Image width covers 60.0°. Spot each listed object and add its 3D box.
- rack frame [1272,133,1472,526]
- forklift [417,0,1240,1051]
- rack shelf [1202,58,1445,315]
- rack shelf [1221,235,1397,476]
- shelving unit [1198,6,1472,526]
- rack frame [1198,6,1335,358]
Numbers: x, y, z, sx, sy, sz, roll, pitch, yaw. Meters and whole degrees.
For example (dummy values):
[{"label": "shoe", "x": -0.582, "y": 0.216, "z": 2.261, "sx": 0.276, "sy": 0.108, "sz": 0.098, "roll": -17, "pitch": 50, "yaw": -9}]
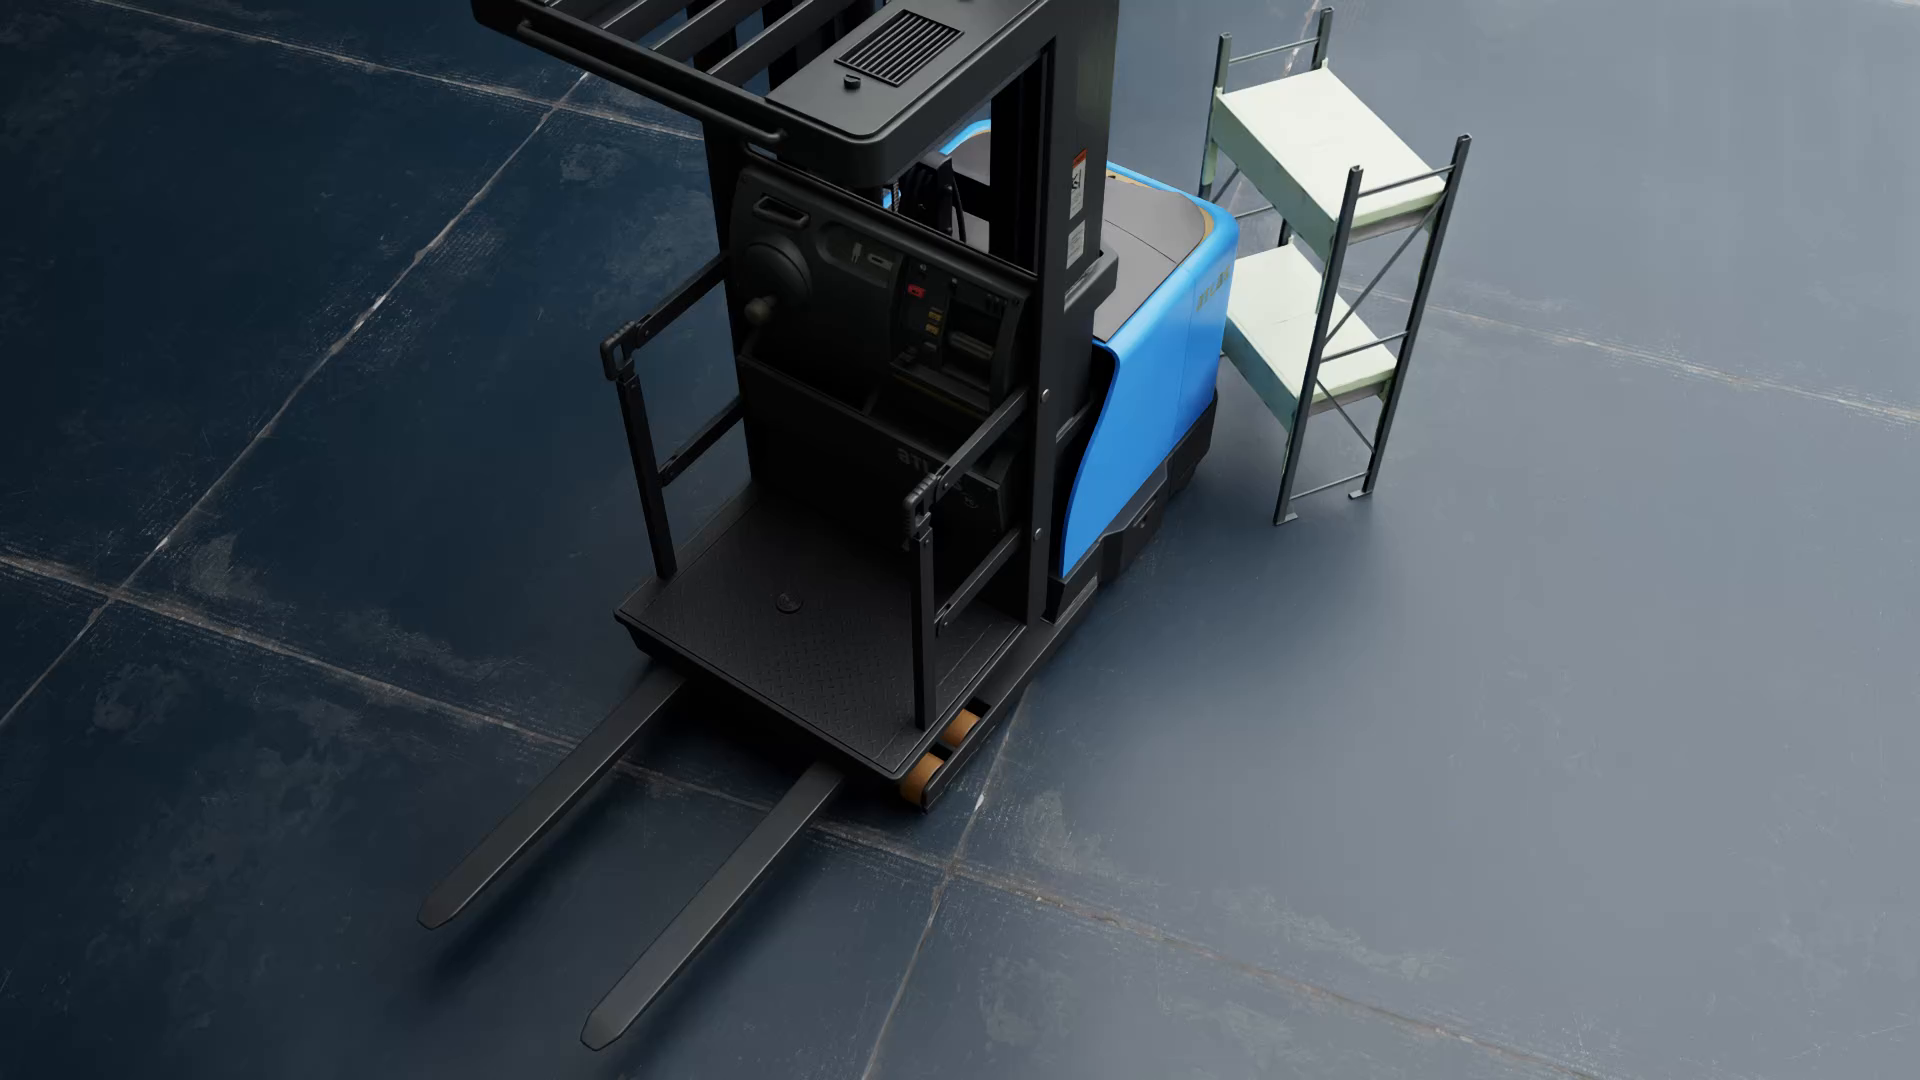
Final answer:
[{"label": "rack frame", "x": 1.280, "y": -0.609, "z": 5.285, "sx": 0.400, "sy": 1.500, "sz": 0.023, "roll": -18, "pitch": 52, "yaw": -15}, {"label": "forklift", "x": -0.356, "y": -0.572, "z": 4.306, "sx": 1.130, "sy": 2.935, "sz": 3.031, "roll": 28, "pitch": 55, "yaw": 22}, {"label": "rack shelf", "x": 1.133, "y": -1.118, "z": 5.209, "sx": 0.431, "sy": 0.370, "sz": 0.720, "roll": -18, "pitch": 52, "yaw": -15}, {"label": "rack shelf", "x": 1.131, "y": -0.648, "z": 5.750, "sx": 0.431, "sy": 0.370, "sz": 0.720, "roll": -18, "pitch": 52, "yaw": -15}, {"label": "shelving unit", "x": 1.132, "y": -0.862, "z": 5.504, "sx": 0.431, "sy": 1.500, "sz": 0.755, "roll": -18, "pitch": 52, "yaw": -15}, {"label": "rack frame", "x": 0.984, "y": -1.115, "z": 5.723, "sx": 0.400, "sy": 1.500, "sz": 0.023, "roll": -18, "pitch": 52, "yaw": -15}]
